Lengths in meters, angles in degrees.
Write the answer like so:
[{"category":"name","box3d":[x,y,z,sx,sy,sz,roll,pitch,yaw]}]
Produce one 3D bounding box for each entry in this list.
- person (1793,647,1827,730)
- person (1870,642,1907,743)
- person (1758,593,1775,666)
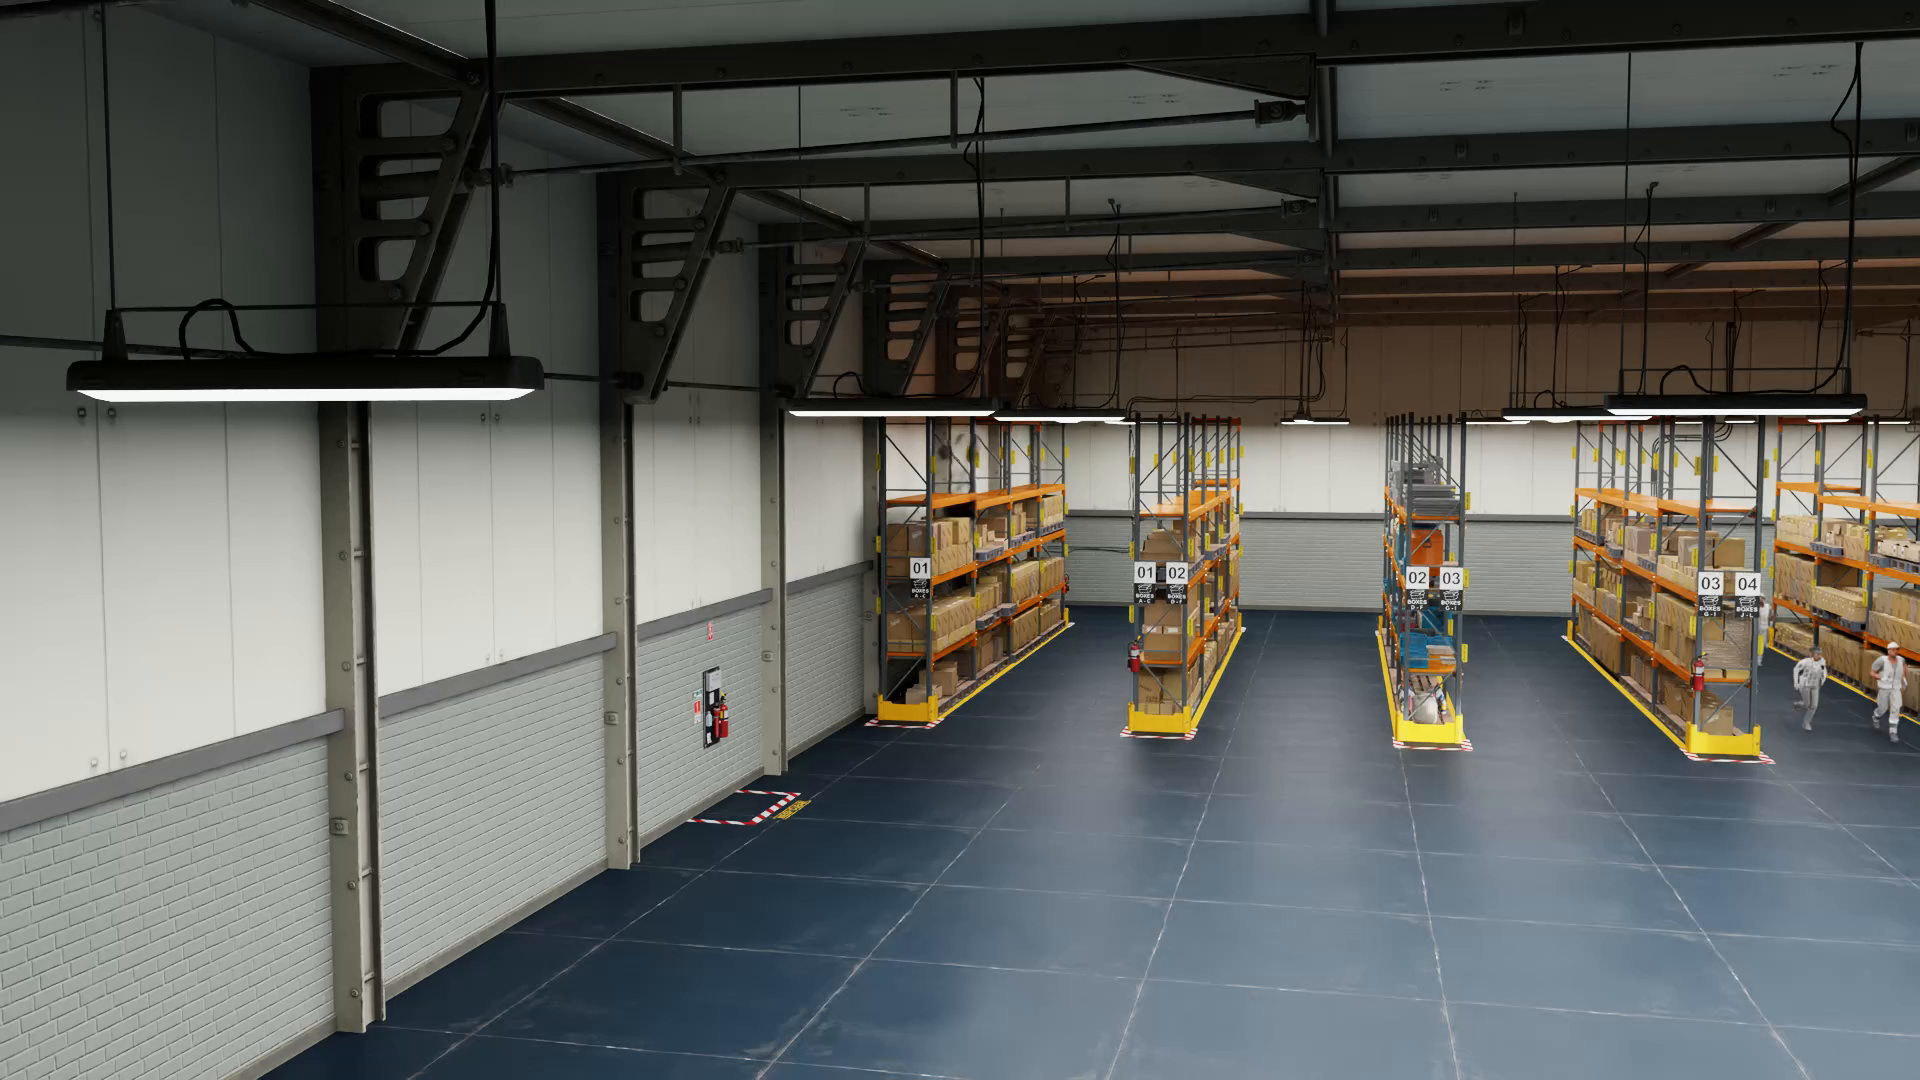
[{"category":"person","box3d":[16.162,2.799,31.689,0.613,1.629,0.767,0,4,-7]},{"category":"person","box3d":[17.094,2.755,30.612,0.687,1.783,1.054,0,4,7]},{"category":"person","box3d":[19.309,2.142,40.156,0.676,1.754,0.653,1,4,14]}]
